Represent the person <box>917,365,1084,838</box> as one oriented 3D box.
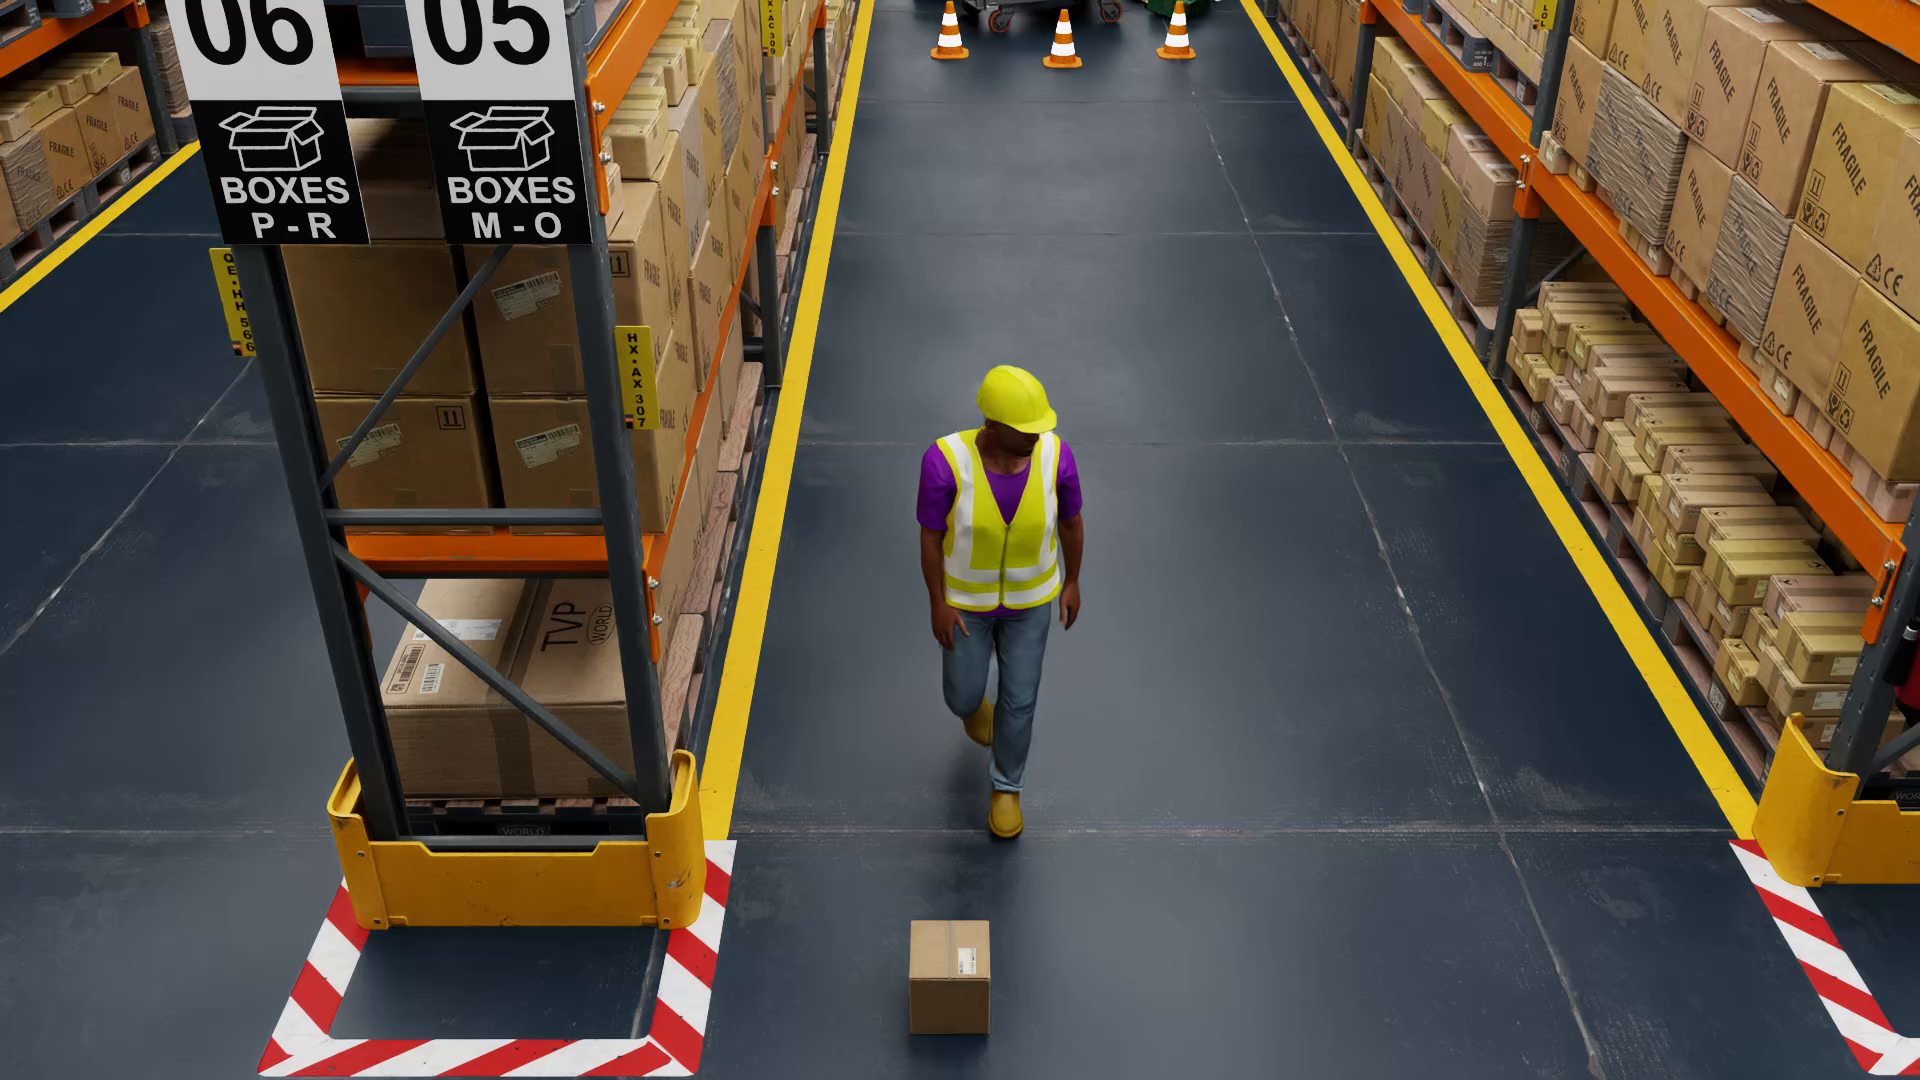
[{"bbox_3d":[0.142,0.165,5.822,0.586,1.763,0.693,-3,31,-4],"label":"person"}]
